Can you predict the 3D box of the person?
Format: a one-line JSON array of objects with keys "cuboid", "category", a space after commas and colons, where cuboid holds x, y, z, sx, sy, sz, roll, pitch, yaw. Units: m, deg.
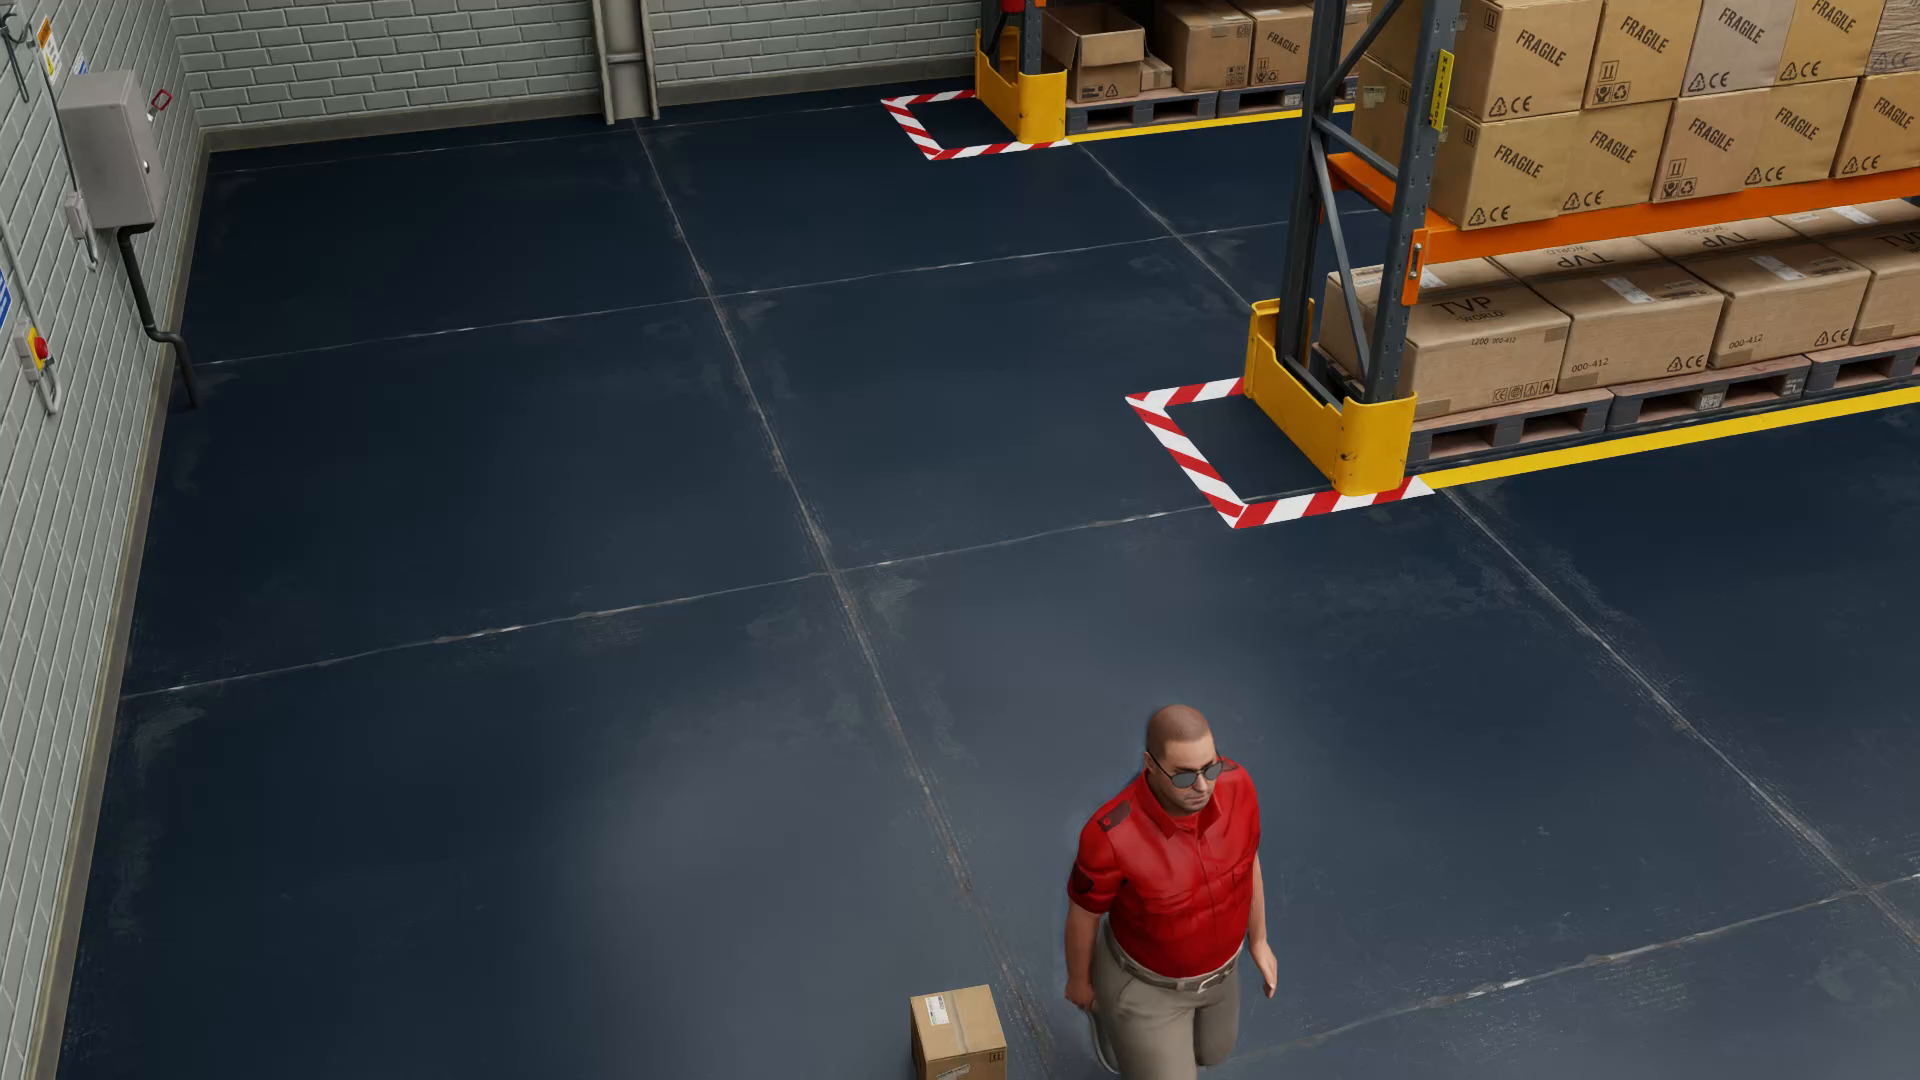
[{"cuboid": [0.535, 1.101, 4.475, 0.551, 1.696, 0.831, -21, 39, -28], "category": "person"}]
